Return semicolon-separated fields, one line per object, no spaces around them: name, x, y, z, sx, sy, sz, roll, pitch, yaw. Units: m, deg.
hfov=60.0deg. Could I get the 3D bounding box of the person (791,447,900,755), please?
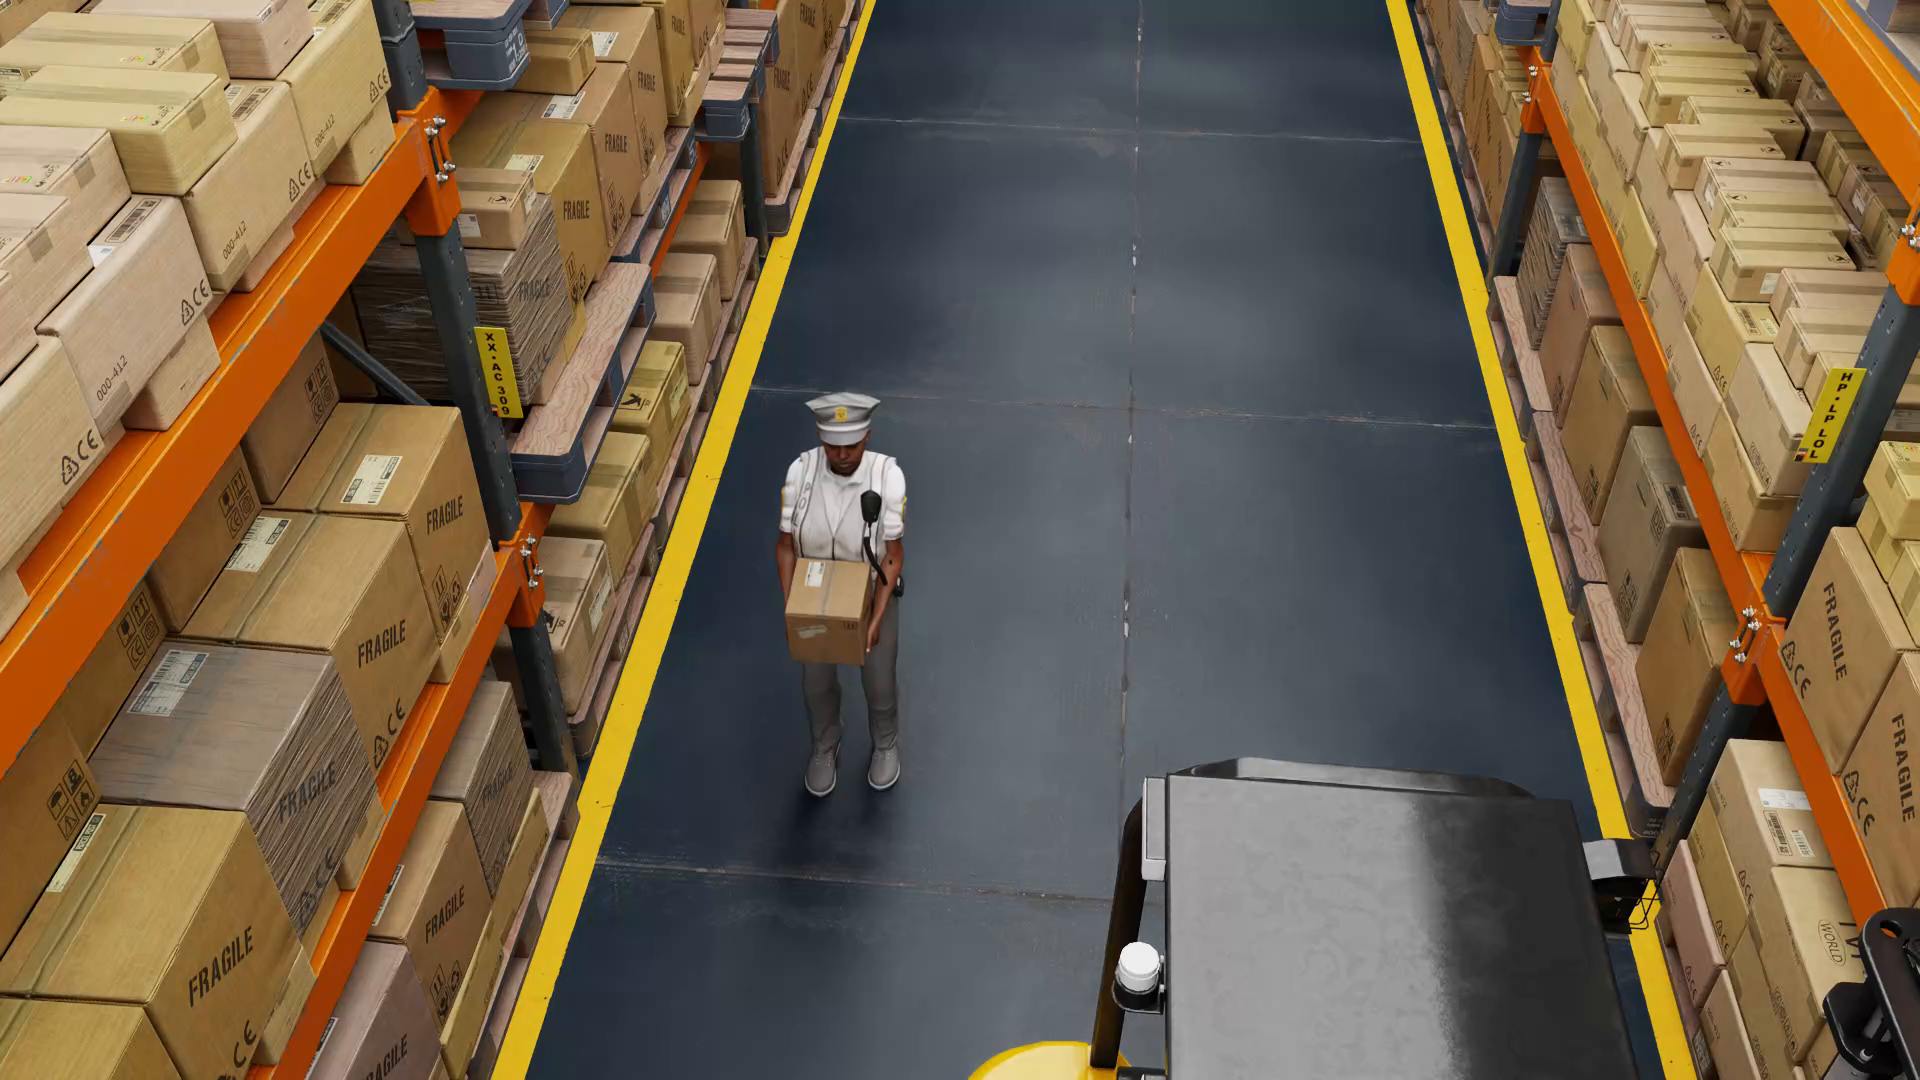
person;-0.411;0.260;5.984;0.391;1.347;0.327;4;40;5
